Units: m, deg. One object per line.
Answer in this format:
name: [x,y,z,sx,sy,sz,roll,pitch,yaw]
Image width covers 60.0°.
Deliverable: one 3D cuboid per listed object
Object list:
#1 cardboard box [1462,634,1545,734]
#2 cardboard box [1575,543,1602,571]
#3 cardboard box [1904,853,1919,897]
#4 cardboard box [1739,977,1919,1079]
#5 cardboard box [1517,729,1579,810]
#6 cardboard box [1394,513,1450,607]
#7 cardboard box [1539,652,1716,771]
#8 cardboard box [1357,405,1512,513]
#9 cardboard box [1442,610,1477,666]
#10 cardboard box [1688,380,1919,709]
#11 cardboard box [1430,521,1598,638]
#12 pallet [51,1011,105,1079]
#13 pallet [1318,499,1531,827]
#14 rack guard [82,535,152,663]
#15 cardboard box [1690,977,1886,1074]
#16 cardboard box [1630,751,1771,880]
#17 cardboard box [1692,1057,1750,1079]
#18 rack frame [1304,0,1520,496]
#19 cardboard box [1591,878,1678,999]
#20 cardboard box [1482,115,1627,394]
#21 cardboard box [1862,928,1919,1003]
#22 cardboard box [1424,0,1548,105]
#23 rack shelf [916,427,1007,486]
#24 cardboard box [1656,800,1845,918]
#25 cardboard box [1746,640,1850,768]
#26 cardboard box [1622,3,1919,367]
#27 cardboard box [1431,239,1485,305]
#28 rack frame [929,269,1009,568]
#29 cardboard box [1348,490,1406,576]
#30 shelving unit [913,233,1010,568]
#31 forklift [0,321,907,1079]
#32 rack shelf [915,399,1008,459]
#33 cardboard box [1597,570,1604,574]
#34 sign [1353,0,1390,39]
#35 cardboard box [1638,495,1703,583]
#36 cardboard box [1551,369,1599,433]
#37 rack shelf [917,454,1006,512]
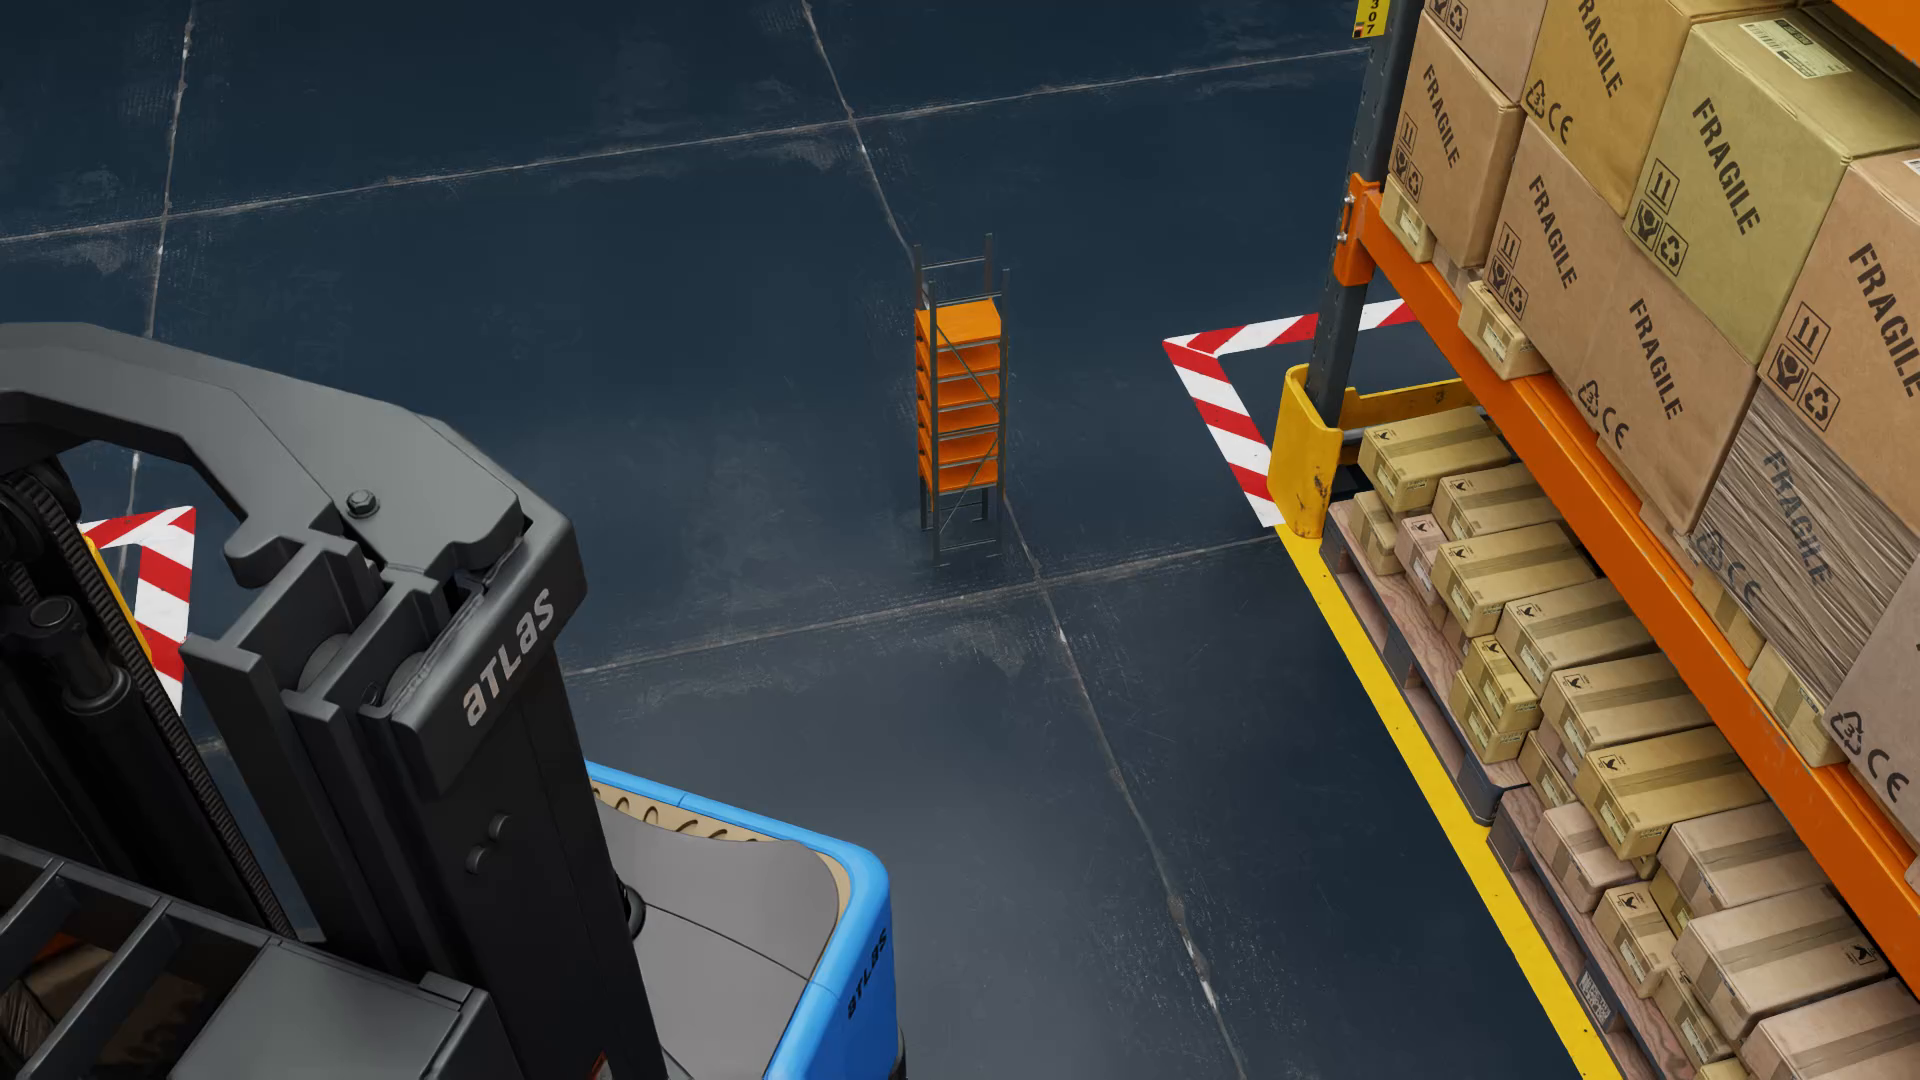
cardboard box: [1.680,0.385,4.767,0.380,0.149,0.250,-9,46,-9]
cardboard box: [2.095,-0.071,5.213,0.380,0.149,0.250,-12,47,-11]
cardboard box: [2.071,0.657,3.182,0.380,0.149,0.250,-13,47,-12]
cardboard box: [2.027,1.183,3.776,0.380,0.149,0.250,-13,47,-12]
cardboard box: [1.827,0.642,4.722,0.380,0.149,0.250,-11,47,-10]
cardboard box: [1.571,0.035,5.109,0.380,0.149,0.250,-11,47,-11]
cardboard box: [1.808,0.461,4.483,0.380,0.149,0.250,-9,46,-9]
cardboard box: [1.475,-0.254,5.184,0.380,0.149,0.250,-13,47,-12]
cardboard box: [1.710,0.287,5.071,0.380,0.149,0.250,-10,46,-10]
cardboard box: [1.929,-0.042,3.413,0.500,0.500,0.500,-12,47,-11]
cardboard box: [1.603,0.112,4.825,0.380,0.149,0.250,-11,47,-10]
pallet: [-2.871,1.031,4.592,1.003,0.211,1.213,-11,47,-10]
pallet: [1.863,0.276,5.332,1.003,0.211,1.213,-11,47,-10]
rack guard: [-3.157,0.375,5.032,1.175,0.500,0.348,-11,47,-10]
cardboard box: [2.036,1.111,4.055,0.380,0.149,0.250,-13,47,-12]
cardboard box: [1.949,0.730,4.428,0.380,0.149,0.250,-9,46,-8]
cardboard box: [1.999,1.369,4.010,0.380,0.149,0.250,-11,47,-10]
rack frame: [1.669,-1.320,4.943,1.000,3.000,0.127,-11,47,-10]
cardboard box: [1.903,1.017,4.356,0.380,0.149,0.250,-11,47,-10]
cardboard box: [1.679,-0.734,4.091,0.500,0.500,0.500,-11,47,-10]
cardboard box: [2.539,1.094,4.280,0.380,0.149,0.250,-12,47,-11]
cardboard box: [1.528,-1.451,4.093,0.500,0.500,0.500,-11,47,-11]
rack shelf: [0.004,-0.295,5.429,0.258,0.103,0.180,-11,47,-10]
cardboard box: [1.988,0.808,4.144,0.380,0.149,0.250,-11,47,-10]
cardboard box: [1.924,0.309,3.523,0.380,0.149,0.250,-10,46,-10]
cardboard box: [1.775,-0.740,3.397,0.500,0.500,0.500,-12,47,-11]
cardboard box: [1.541,-0.780,4.590,0.380,0.149,0.250,-9,46,-9]
rack frame: [0.027,-0.347,5.250,0.240,1.200,0.006,-11,47,-10]
cardboard box: [1.494,-0.049,5.400,0.380,0.149,0.250,-10,46,-10]
shelving unit: [0.004,-0.410,5.312,0.258,1.200,0.189,-11,47,-10]
forklift: [-1.120,1.277,2.446,1.130,2.935,3.031,15,47,14]
rack shelf: [0.004,-0.379,5.343,0.258,0.103,0.180,-11,47,-10]
cardboard box: [2.169,0.015,5.337,0.380,0.149,0.250,-9,46,-9]
sign: [1.145,-1.524,4.537,0.100,0.325,0.005,-11,47,-10]
cardboard box: [1.838,-0.064,3.888,0.380,0.149,0.250,-12,47,-11]
cardboard box: [1.757,-0.431,4.248,0.380,0.149,0.250,-9,46,-8]
rack shelf: [0.004,-0.211,5.515,0.258,0.103,0.180,-11,47,-10]
